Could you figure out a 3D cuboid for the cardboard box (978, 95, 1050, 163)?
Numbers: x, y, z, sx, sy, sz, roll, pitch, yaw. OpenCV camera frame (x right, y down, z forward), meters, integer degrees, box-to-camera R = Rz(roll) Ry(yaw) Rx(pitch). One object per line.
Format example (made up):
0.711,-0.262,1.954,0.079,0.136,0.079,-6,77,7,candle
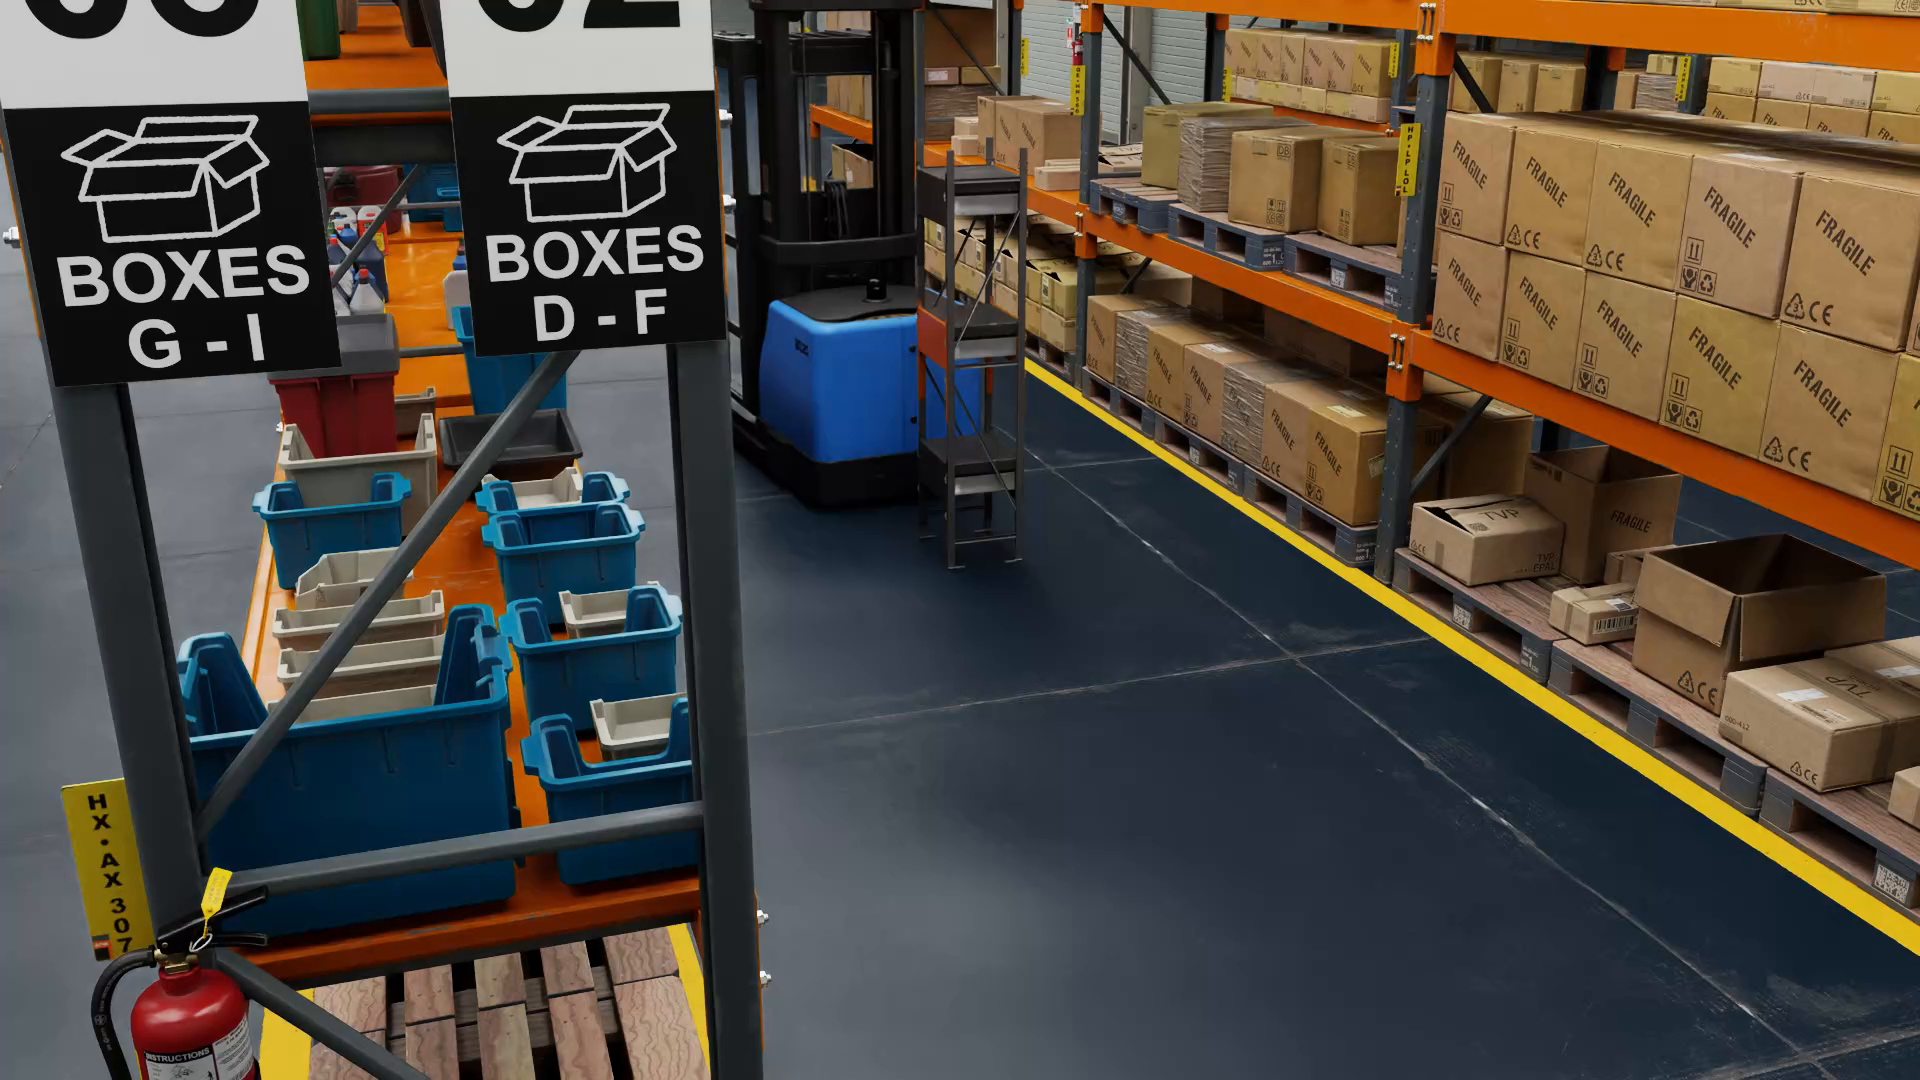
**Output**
0.451,-3.450,13.936,0.500,0.500,0.500,-5,20,-13,cardboard box

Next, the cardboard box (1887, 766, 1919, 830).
3.385,0.869,5.599,0.380,0.166,0.250,-6,21,-17,cardboard box

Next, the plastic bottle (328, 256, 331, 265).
-3.065,-1.231,8.079,0.061,0.283,0.133,-6,21,-17,plastic bottle

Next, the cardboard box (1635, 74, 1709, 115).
5.861,-3.468,13.335,0.700,0.500,0.500,-9,22,-24,cardboard box

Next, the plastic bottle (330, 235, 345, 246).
-3.287,-1.472,8.768,0.097,0.271,0.097,0,20,0,plastic bottle

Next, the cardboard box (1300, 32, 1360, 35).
4.169,-5.466,18.781,0.500,0.500,0.500,-7,21,-19,cardboard box

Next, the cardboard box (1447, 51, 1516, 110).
4.889,-4.435,16.027,0.700,0.500,0.500,-6,21,-17,cardboard box

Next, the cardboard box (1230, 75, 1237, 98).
3.356,-5.380,19.649,0.500,0.250,0.500,-7,21,-19,cardboard box

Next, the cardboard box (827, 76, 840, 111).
-1.063,-5.000,18.251,0.700,0.500,0.500,-6,21,-17,cardboard box

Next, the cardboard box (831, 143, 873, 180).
-1.081,-4.004,17.964,0.500,0.500,0.500,-6,21,-17,cardboard box

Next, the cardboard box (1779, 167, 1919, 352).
3.103,-0.928,5.437,0.500,0.500,0.500,-6,21,-16,cardboard box

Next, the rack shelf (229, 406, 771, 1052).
-1.501,0.253,4.840,1.077,0.370,4.000,-6,21,-17,rack shelf

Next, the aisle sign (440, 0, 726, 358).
-0.568,-0.676,2.516,0.394,0.787,0.004,-6,21,-17,aisle sign

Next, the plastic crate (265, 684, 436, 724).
-1.300,0.409,3.641,0.396,0.136,0.243,-6,21,-17,plastic crate

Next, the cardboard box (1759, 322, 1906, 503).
3.114,-0.458,5.606,0.500,0.500,0.500,-6,21,-17,cardboard box

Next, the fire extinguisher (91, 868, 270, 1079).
-1.256,0.864,2.738,0.296,0.674,0.183,-6,21,-17,fire extinguisher

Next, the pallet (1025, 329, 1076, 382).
1.095,-1.492,12.759,1.003,0.211,1.213,-6,21,-17,pallet

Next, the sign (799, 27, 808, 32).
-1.726,-5.491,18.370,0.100,0.325,0.005,-6,21,-17,sign

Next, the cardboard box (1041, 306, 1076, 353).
0.920,-1.583,12.333,0.500,0.250,0.500,-6,21,-16,cardboard box

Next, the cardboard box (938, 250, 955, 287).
0.111,-2.404,14.618,0.500,0.250,0.500,-6,21,-16,cardboard box

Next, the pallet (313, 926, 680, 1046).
-1.474,1.209,5.239,1.003,0.211,1.213,-6,21,-17,pallet

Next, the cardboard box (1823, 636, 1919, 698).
3.615,0.592,6.247,0.500,0.250,0.500,-6,21,-17,cardboard box

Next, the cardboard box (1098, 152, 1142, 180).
1.244,-2.616,11.894,0.500,0.311,0.500,-5,20,-14,cardboard box

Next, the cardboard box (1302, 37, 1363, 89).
4.008,-5.081,17.707,0.500,0.500,0.500,-7,21,-19,cardboard box

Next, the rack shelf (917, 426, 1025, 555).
0.052,-0.263,8.655,0.431,0.518,0.480,-6,21,-17,rack shelf

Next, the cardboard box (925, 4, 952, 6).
-0.403,-4.942,16.172,0.700,0.500,0.500,-6,21,-17,cardboard box

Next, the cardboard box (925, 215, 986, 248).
-0.047,-2.829,14.971,0.500,0.311,0.500,-6,21,-17,cardboard box

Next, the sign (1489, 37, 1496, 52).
5.287,-4.953,16.555,0.100,0.325,0.005,-6,21,-17,sign

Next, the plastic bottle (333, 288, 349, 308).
-2.729,-0.965,7.238,0.144,0.351,0.185,-6,21,-17,plastic bottle

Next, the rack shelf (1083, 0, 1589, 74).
1.945,-2.968,9.369,1.077,0.370,4.000,-6,21,-17,rack shelf

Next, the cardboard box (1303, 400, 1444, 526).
2.147,-0.411,8.671,0.500,0.500,0.500,-7,21,-17,cardboard box

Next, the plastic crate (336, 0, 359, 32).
-1.757,-1.368,4.242,0.437,0.136,0.530,-6,21,-17,plastic crate

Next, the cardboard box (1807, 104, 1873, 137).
6.239,-2.749,11.515,0.500,0.500,0.500,-6,21,-17,cardboard box

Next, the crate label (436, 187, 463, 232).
-3.163,-2.108,10.595,0.303,0.233,0.416,-6,21,-17,crate label

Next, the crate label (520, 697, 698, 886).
-0.637,0.492,3.268,0.416,0.233,0.303,-6,21,-17,crate label

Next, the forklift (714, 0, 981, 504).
-0.929,-2.040,10.261,1.130,2.935,3.031,-9,21,-23,forklift

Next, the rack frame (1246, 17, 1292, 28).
3.504,-5.631,20.157,1.000,3.000,0.127,-6,21,-17,rack frame

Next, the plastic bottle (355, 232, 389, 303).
-2.973,-1.378,8.387,0.144,0.351,0.185,-6,21,-17,plastic bottle

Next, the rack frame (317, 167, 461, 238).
-3.387,-2.011,10.079,1.000,3.000,0.127,-6,21,-17,rack frame

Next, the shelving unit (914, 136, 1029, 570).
0.052,-0.935,8.414,0.431,2.100,0.503,-6,21,-17,shelving unit

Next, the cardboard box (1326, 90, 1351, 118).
4.176,-4.567,17.386,0.500,0.250,0.500,-6,21,-17,cardboard box

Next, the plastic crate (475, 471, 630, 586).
-1.145,-0.027,4.712,0.416,0.233,0.300,-6,21,-17,plastic crate

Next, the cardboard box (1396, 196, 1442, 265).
2.638,-1.673,8.369,0.700,0.500,0.500,-15,24,-35,cardboard box

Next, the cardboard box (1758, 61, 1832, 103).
6.086,-3.268,11.850,0.500,0.250,0.500,-7,21,-18,cardboard box

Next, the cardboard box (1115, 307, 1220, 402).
1.358,-1.223,10.932,0.500,0.500,0.500,-7,21,-19,cardboard box

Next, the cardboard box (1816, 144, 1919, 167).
3.458,-1.148,6.049,0.500,0.500,0.500,-7,21,-18,cardboard box

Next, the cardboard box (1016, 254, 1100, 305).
0.749,-2.012,12.697,0.500,0.311,0.500,-7,21,-18,cardboard box

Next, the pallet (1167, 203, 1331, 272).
1.932,-1.823,9.837,1.003,0.211,1.213,-6,21,-17,pallet

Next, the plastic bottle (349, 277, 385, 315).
-2.592,-0.980,7.281,0.144,0.351,0.185,-6,21,-17,plastic bottle

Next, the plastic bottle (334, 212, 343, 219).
-3.547,-1.737,9.507,0.097,0.271,0.097,0,20,0,plastic bottle

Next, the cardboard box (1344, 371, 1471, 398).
2.475,-0.635,9.293,0.500,0.500,0.500,-6,21,-16,cardboard box

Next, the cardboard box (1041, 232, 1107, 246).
0.938,-2.400,13.777,0.500,0.311,0.500,-7,21,-18,cardboard box

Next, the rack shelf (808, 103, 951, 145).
-0.569,-4.123,17.023,1.077,0.370,4.000,-6,21,-17,rack shelf
